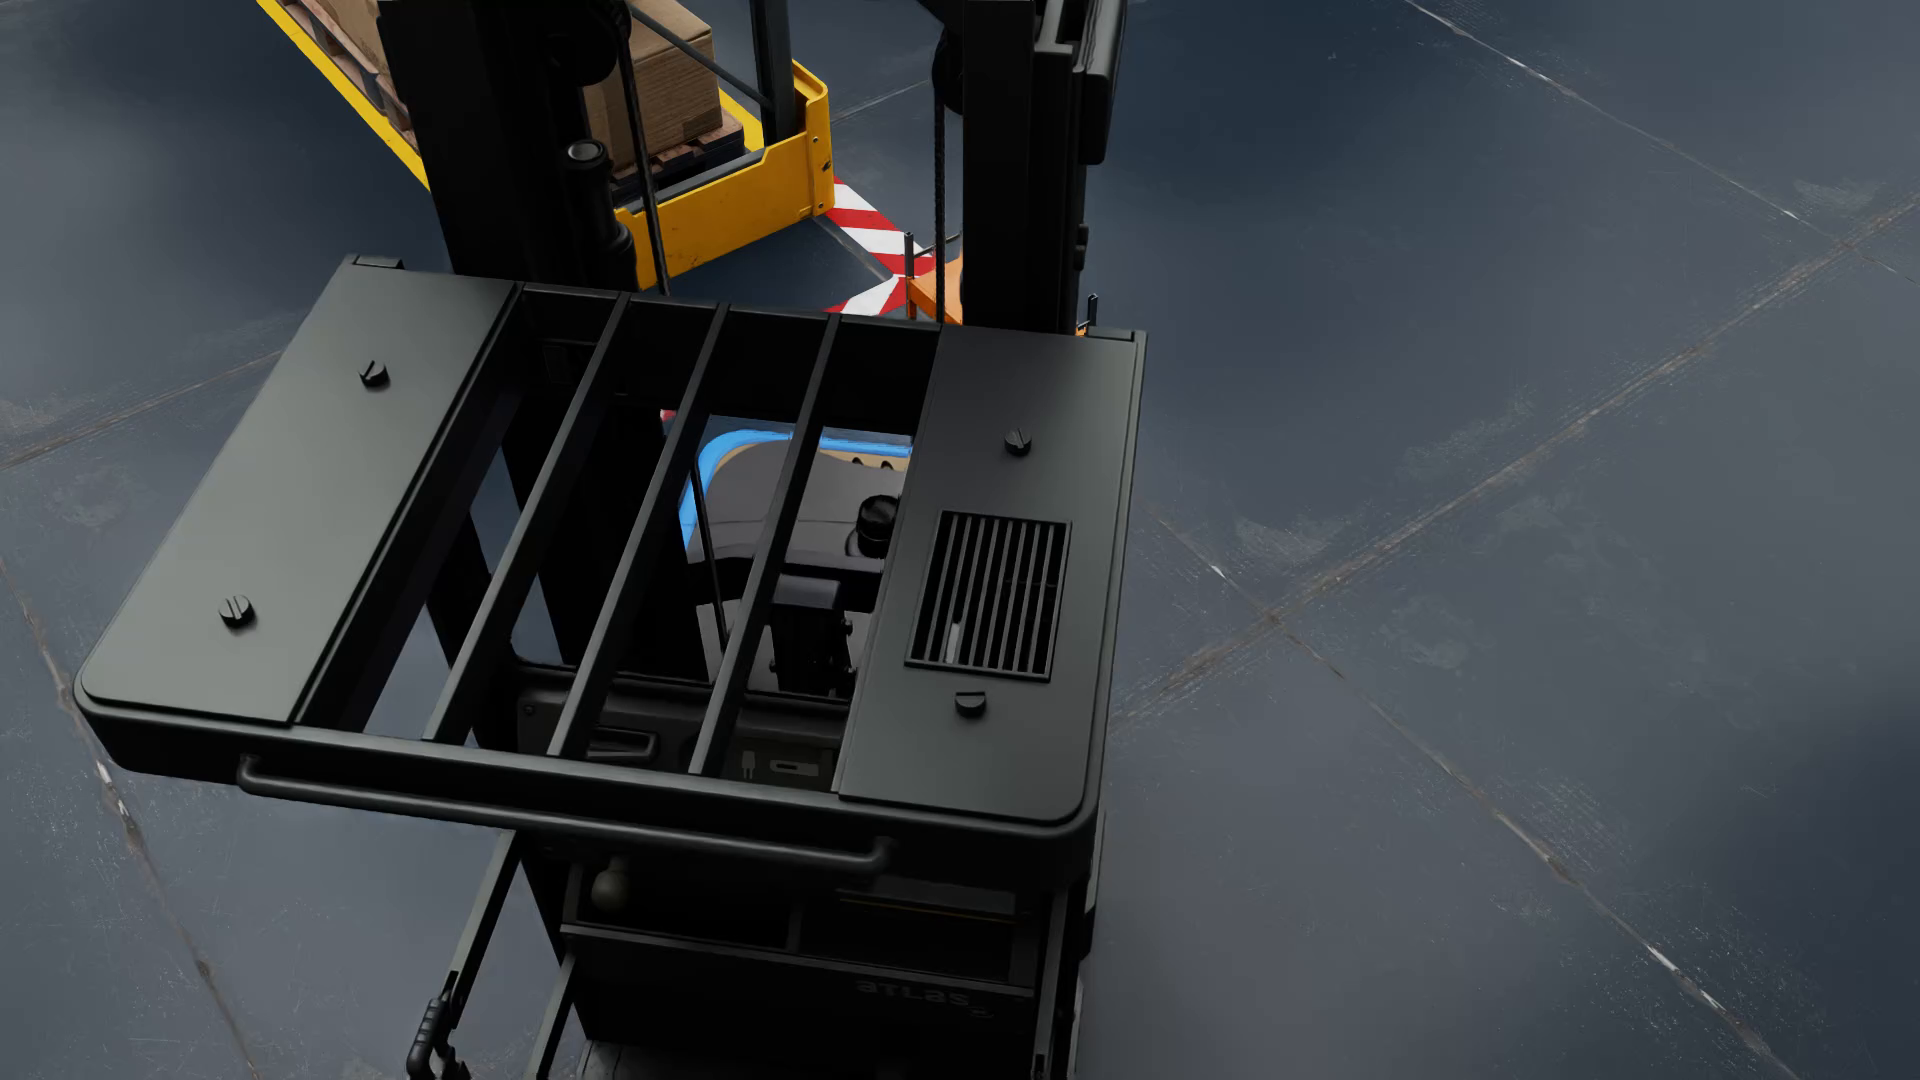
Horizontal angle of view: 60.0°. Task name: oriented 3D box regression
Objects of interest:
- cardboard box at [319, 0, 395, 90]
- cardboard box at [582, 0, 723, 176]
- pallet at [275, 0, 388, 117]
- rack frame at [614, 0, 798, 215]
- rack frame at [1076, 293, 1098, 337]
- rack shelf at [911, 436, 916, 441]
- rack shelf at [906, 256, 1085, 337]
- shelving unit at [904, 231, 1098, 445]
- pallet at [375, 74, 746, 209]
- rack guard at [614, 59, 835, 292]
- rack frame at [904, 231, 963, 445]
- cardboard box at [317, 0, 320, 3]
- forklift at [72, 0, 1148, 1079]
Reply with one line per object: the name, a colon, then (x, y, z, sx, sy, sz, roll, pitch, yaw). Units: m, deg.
cardboard box: (-2.080, -2.315, 6.770, 0.875, 0.438, 0.875, -28, 54, -23)
cardboard box: (-1.519, -1.779, 6.284, 0.875, 0.438, 0.875, -31, 55, -25)
pallet: (-2.321, -2.373, 7.259, 1.003, 0.211, 1.213, -29, 54, -24)
rack frame: (-1.040, -2.155, 5.179, 1.000, 3.000, 0.127, -29, 54, -24)
rack frame: (0.248, -0.162, 4.587, 0.240, 1.200, 0.015, -29, 54, -24)
rack shelf: (0.100, -0.260, 4.767, 0.258, 0.148, 0.480, -29, 54, -24)
rack shelf: (0.100, -0.569, 4.426, 0.258, 0.148, 0.480, -29, 54, -24)
shelving unit: (0.100, -0.305, 4.717, 0.258, 1.200, 0.503, -29, 54, -24)
pallet: (-1.586, -1.654, 6.607, 1.003, 0.211, 1.213, -29, 54, -24)
rack guard: (-1.025, -1.301, 6.092, 1.175, 0.500, 0.348, -29, 54, -24)
rack frame: (-0.048, -0.449, 4.847, 0.240, 1.200, 0.015, -29, 54, -24)
cardboard box: (-2.625, -2.848, 7.253, 0.875, 0.438, 0.875, -31, 55, -25)
forklift: (-0.339, 0.586, 2.740, 1.130, 2.935, 3.031, 6, 48, 6)
